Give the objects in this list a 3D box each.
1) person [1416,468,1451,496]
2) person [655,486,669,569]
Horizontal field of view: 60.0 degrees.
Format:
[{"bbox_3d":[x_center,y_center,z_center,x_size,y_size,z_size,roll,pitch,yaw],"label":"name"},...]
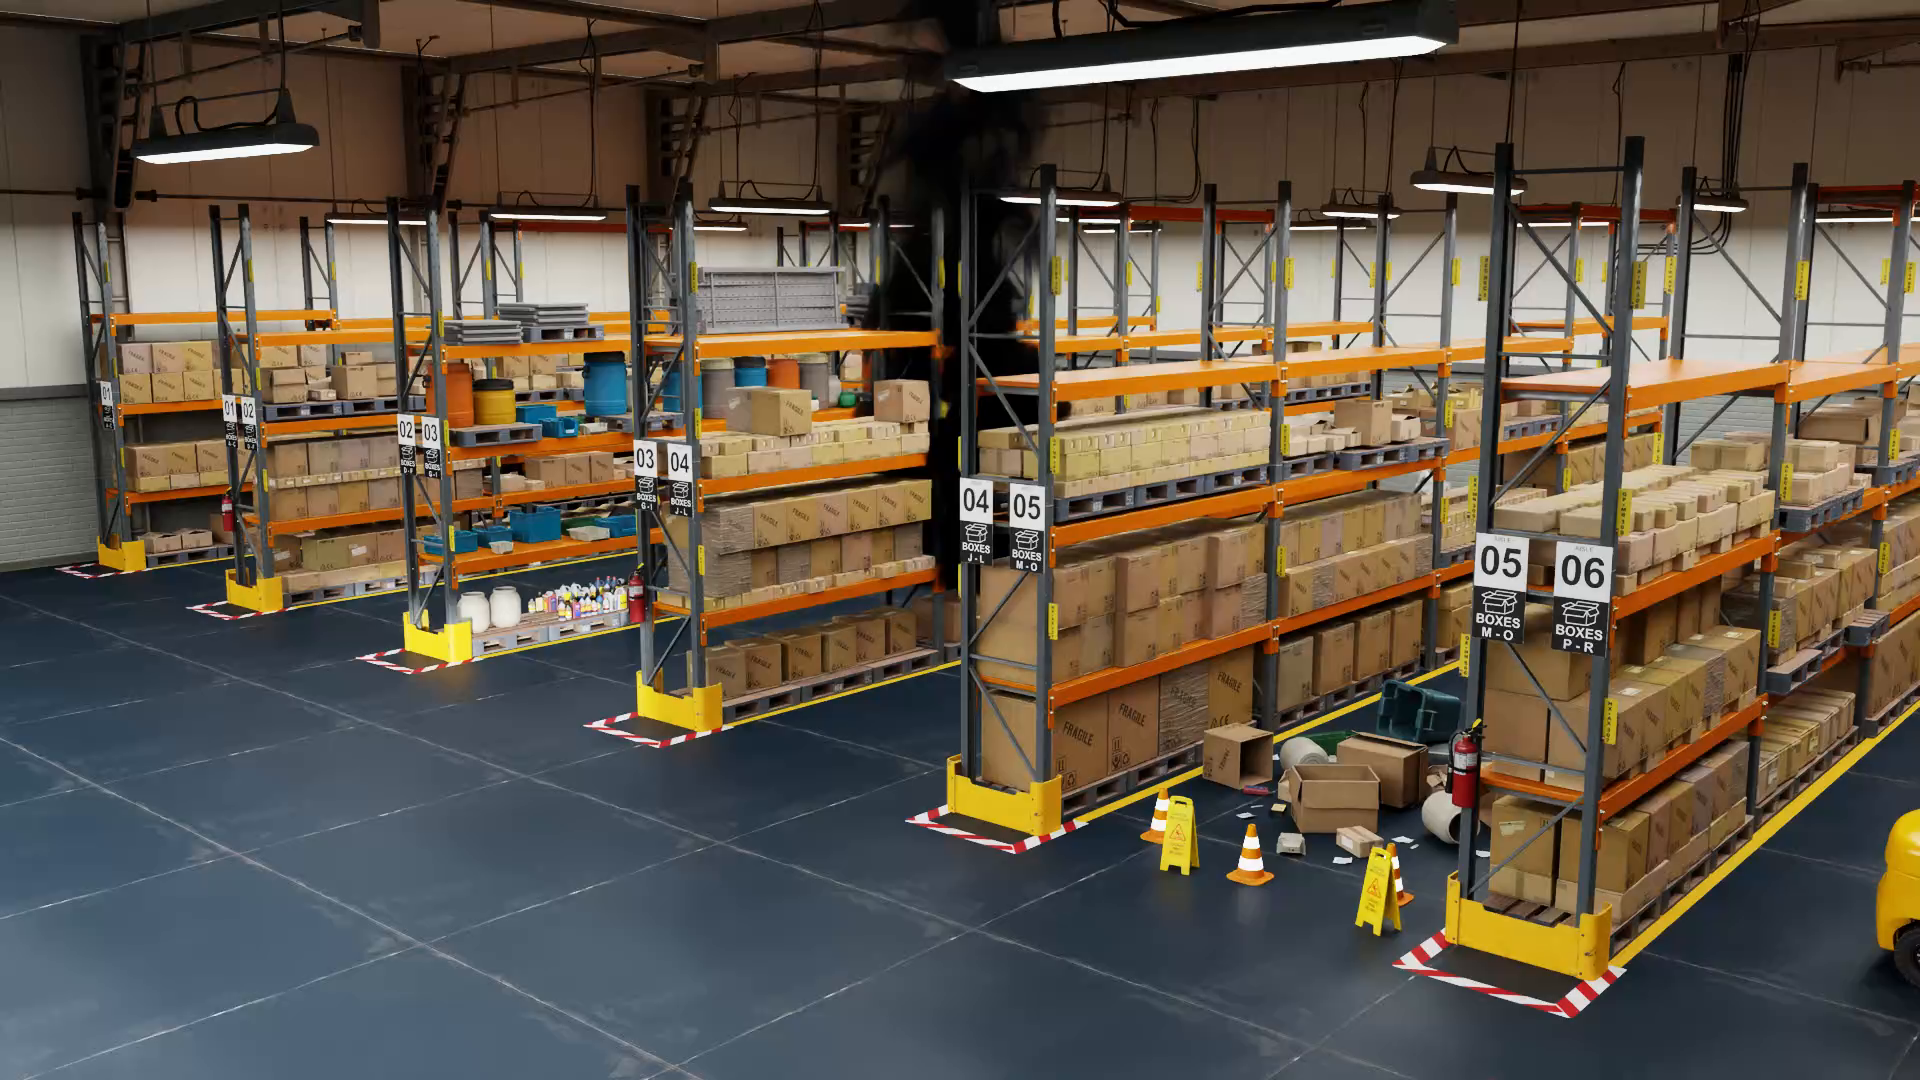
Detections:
[{"bbox_3d":[8.764,-0.752,30.713,0.665,1.699,0.560,-3,10,-20],"label":"person"},{"bbox_3d":[-4.852,-0.391,26.663,0.692,1.756,0.556,7,12,36],"label":"person"}]
